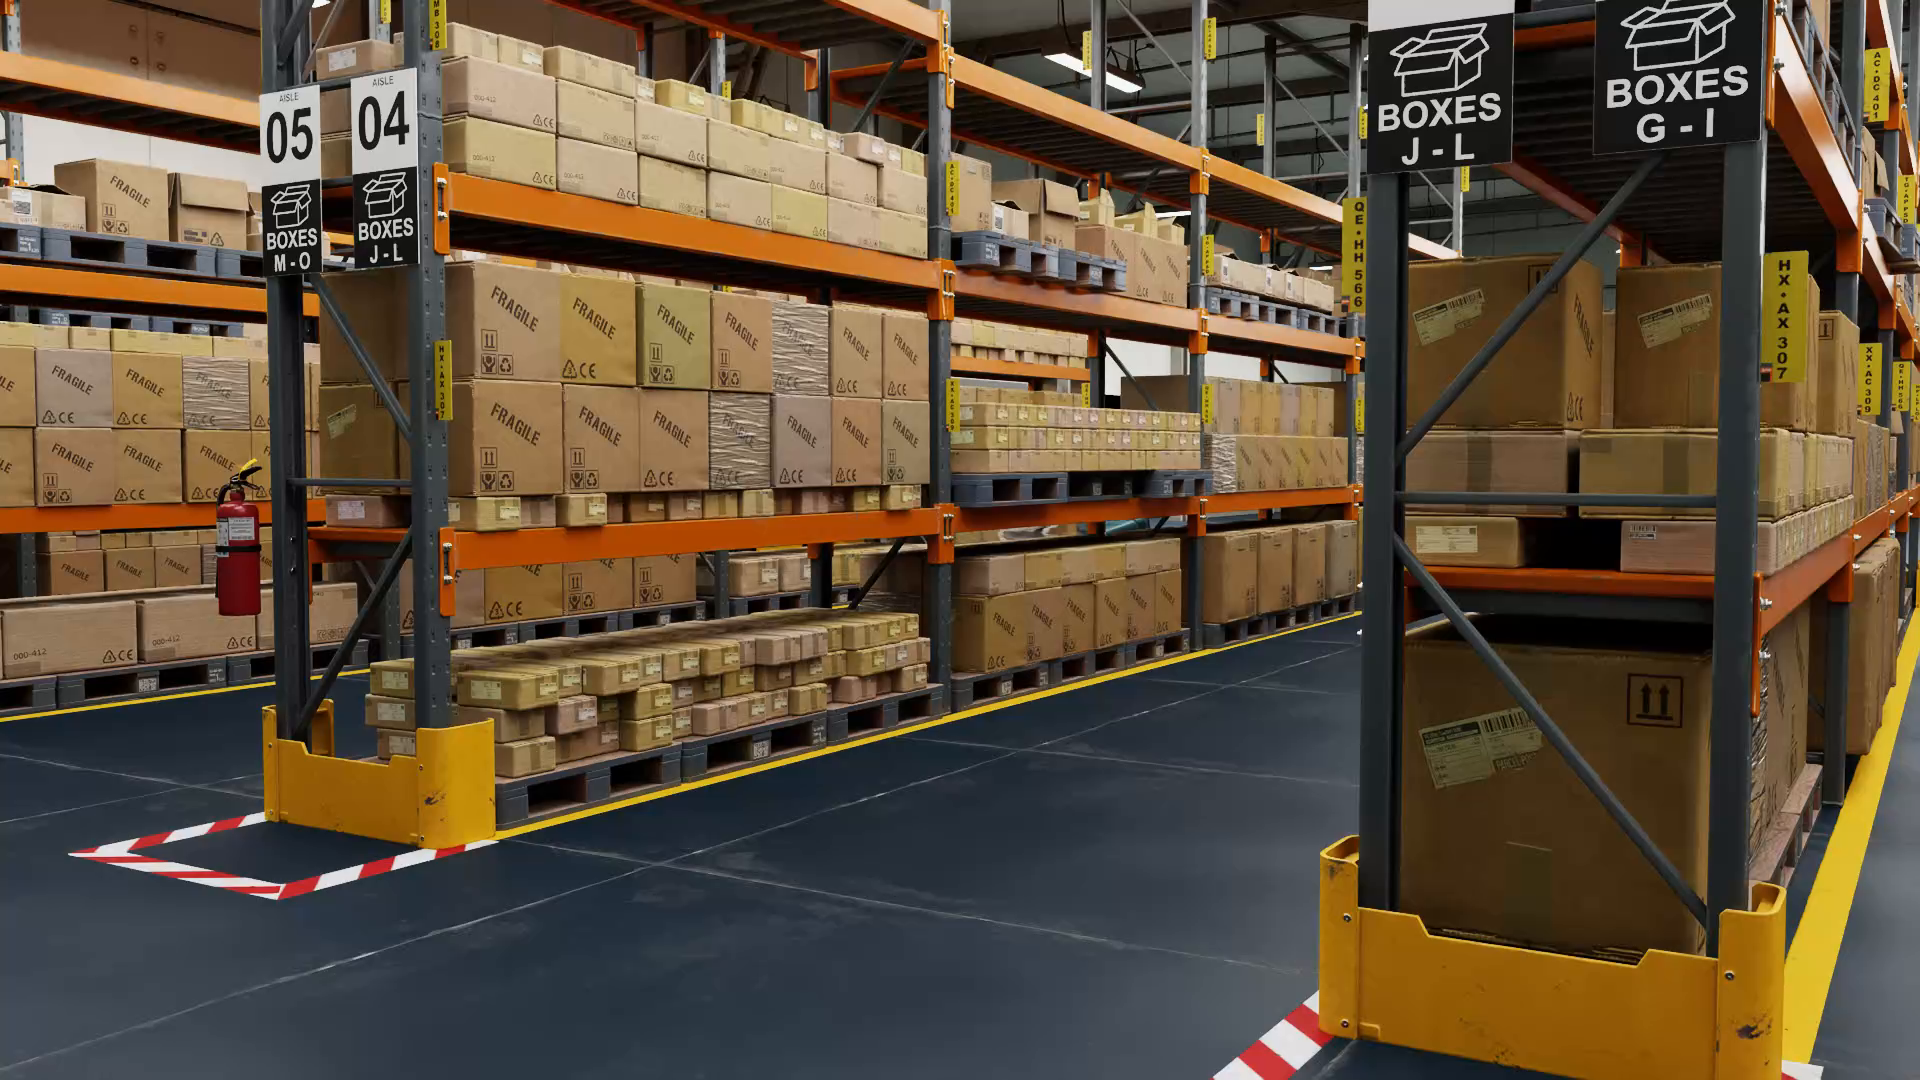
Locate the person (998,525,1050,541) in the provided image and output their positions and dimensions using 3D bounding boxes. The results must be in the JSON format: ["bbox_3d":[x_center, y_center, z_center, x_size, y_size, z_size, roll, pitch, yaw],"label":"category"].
[{"bbox_3d":[0.638,-0.051,16.463,0.534,1.674,0.537,0,3,4],"label":"person"}]
